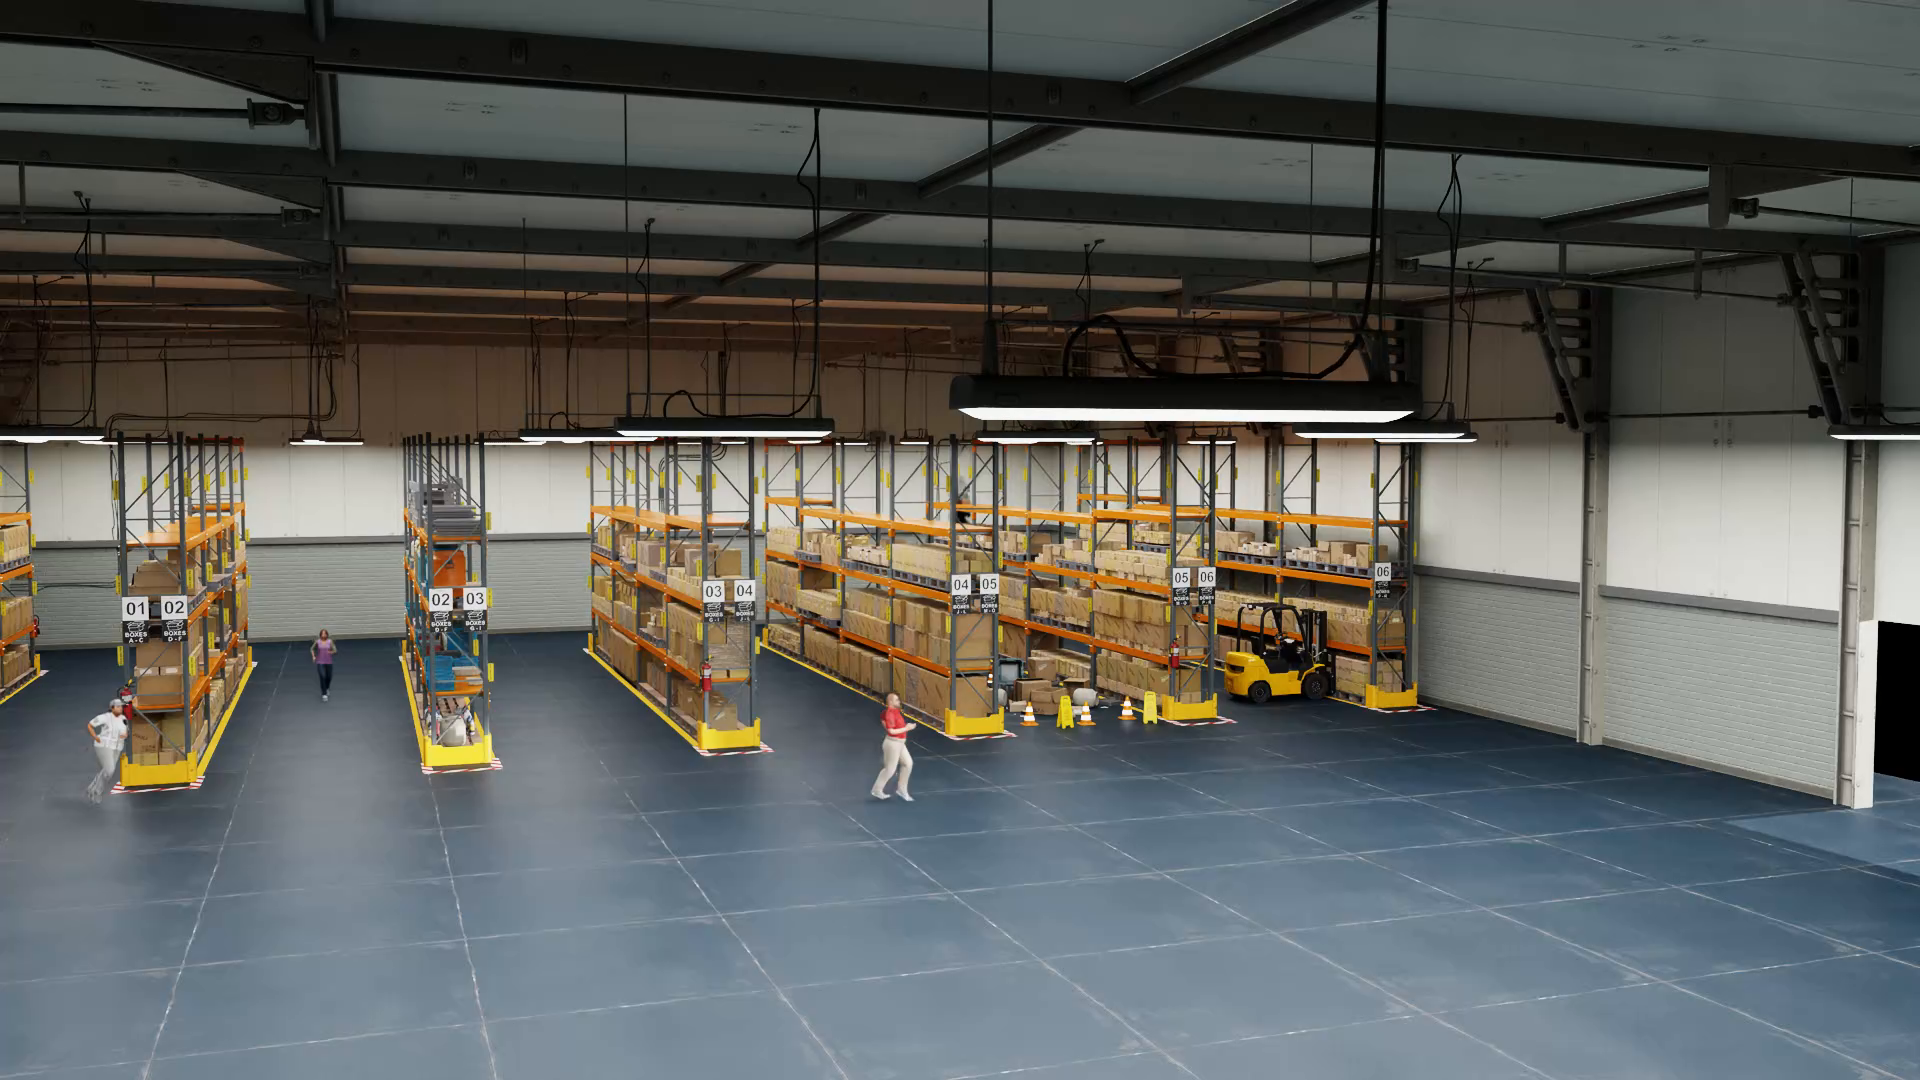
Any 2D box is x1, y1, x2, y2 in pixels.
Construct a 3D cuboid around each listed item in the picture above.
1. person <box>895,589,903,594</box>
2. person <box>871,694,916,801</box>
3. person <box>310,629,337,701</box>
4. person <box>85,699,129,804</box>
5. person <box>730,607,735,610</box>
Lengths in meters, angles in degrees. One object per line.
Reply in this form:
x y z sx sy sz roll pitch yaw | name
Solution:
-1.874 2.069 51.102 0.857 1.673 0.612 -1 3 -15 | person
-1.063 3.376 26.890 0.755 1.791 0.640 1 3 11 | person
-14.434 2.813 37.760 0.537 1.581 0.893 -2 4 -29 | person
-13.865 3.428 27.032 0.638 1.668 0.685 1 3 21 | person
-6.584 2.223 48.740 0.776 1.631 0.490 2 4 37 | person
